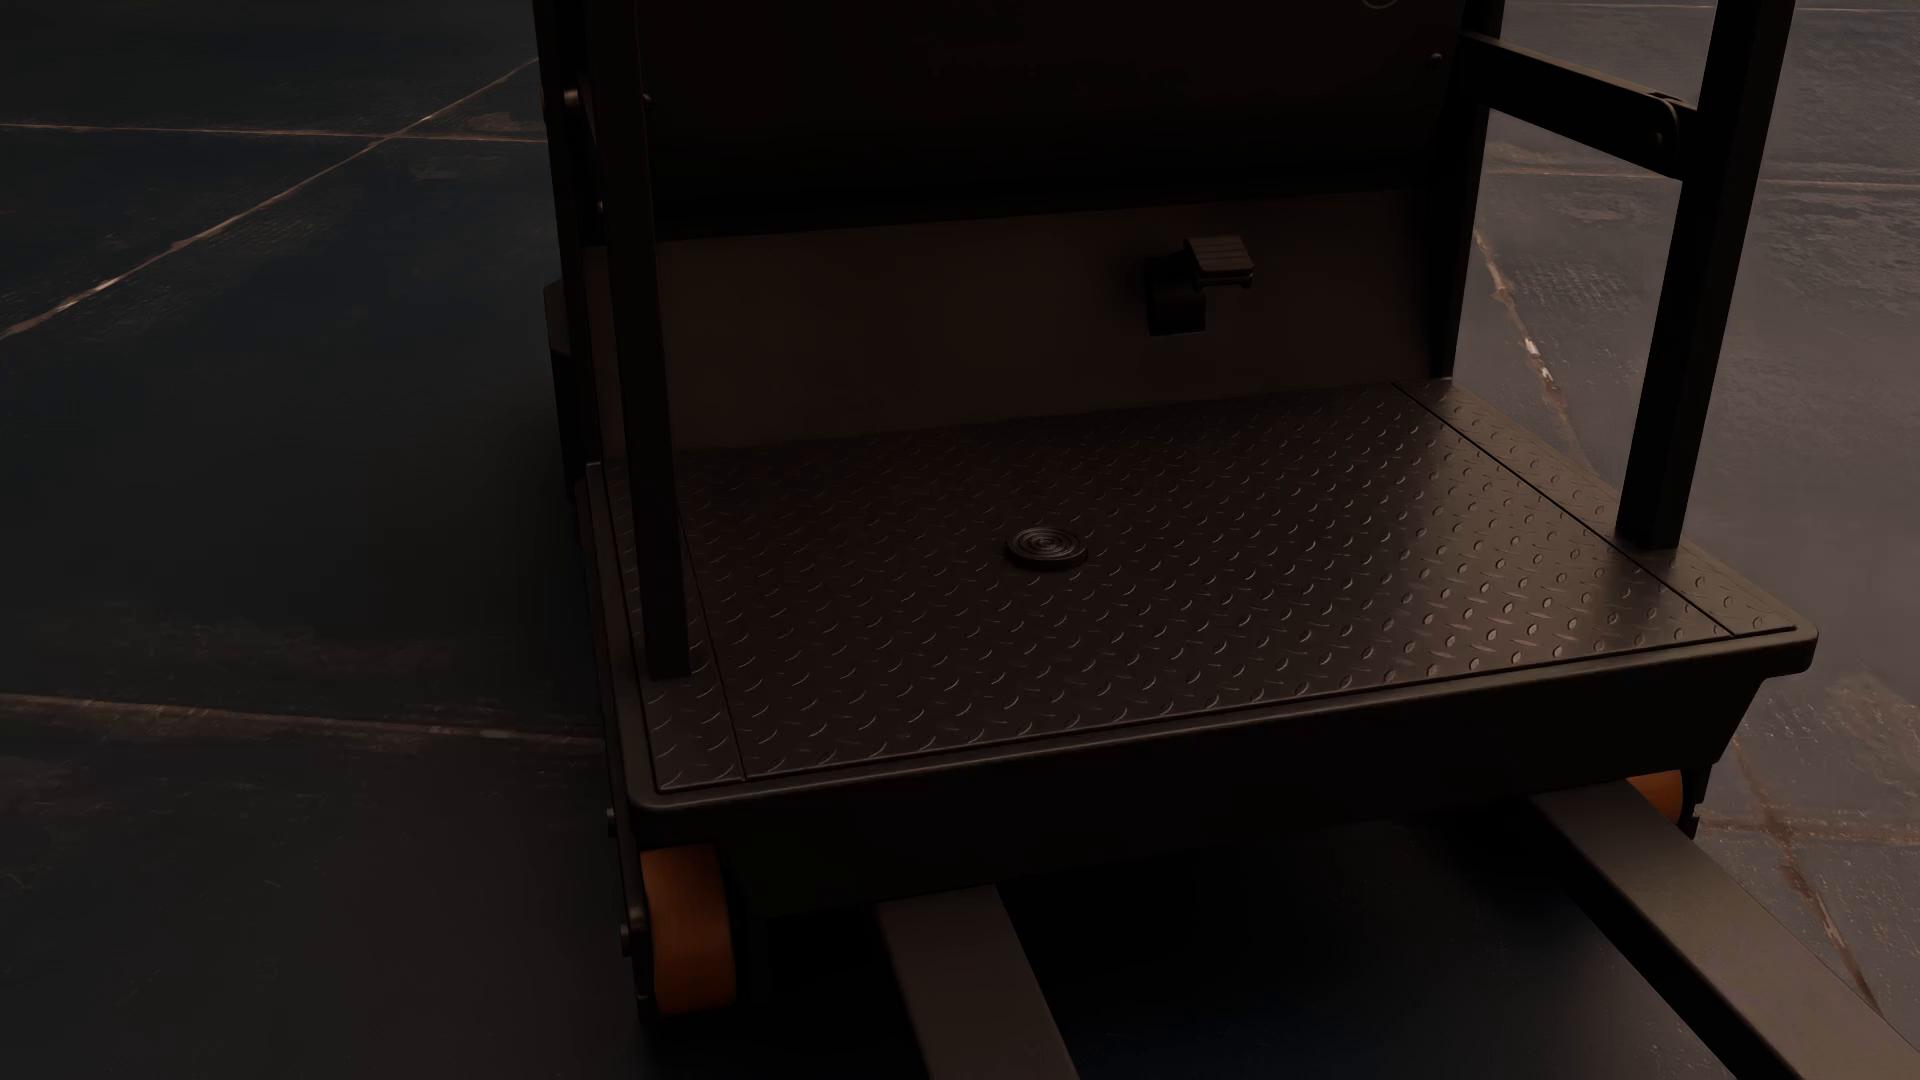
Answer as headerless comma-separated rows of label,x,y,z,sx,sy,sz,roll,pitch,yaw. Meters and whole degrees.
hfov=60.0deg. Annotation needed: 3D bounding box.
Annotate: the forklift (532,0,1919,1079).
forklift,0.153,-1.049,1.319,1.130,2.935,3.031,-7,27,-13
